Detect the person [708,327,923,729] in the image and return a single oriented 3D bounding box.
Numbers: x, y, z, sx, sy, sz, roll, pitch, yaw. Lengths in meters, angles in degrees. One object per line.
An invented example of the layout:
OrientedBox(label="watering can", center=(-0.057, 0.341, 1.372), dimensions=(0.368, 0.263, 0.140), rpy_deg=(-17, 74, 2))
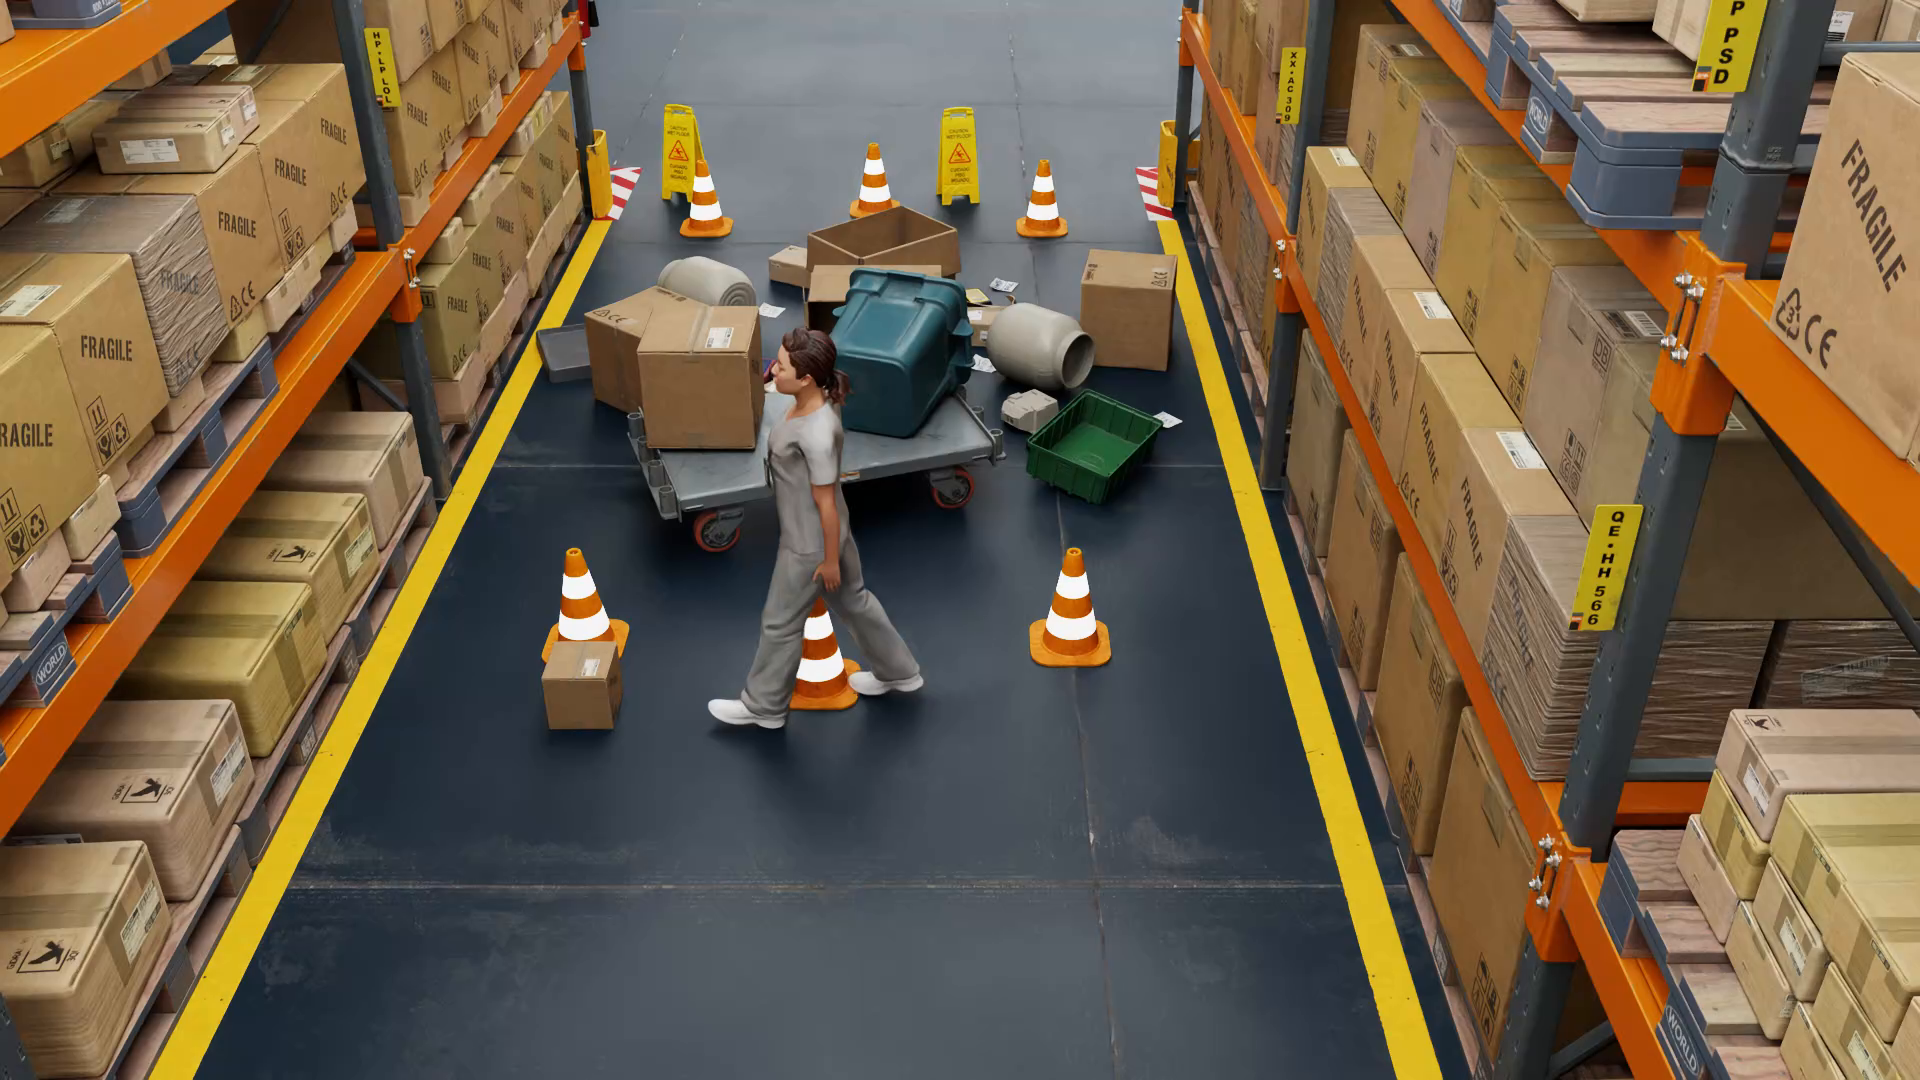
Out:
OrientedBox(label="person", center=(-0.565, -0.023, 6.181), dimensions=(0.848, 1.653, 0.454), rpy_deg=(-2, 32, -3))
